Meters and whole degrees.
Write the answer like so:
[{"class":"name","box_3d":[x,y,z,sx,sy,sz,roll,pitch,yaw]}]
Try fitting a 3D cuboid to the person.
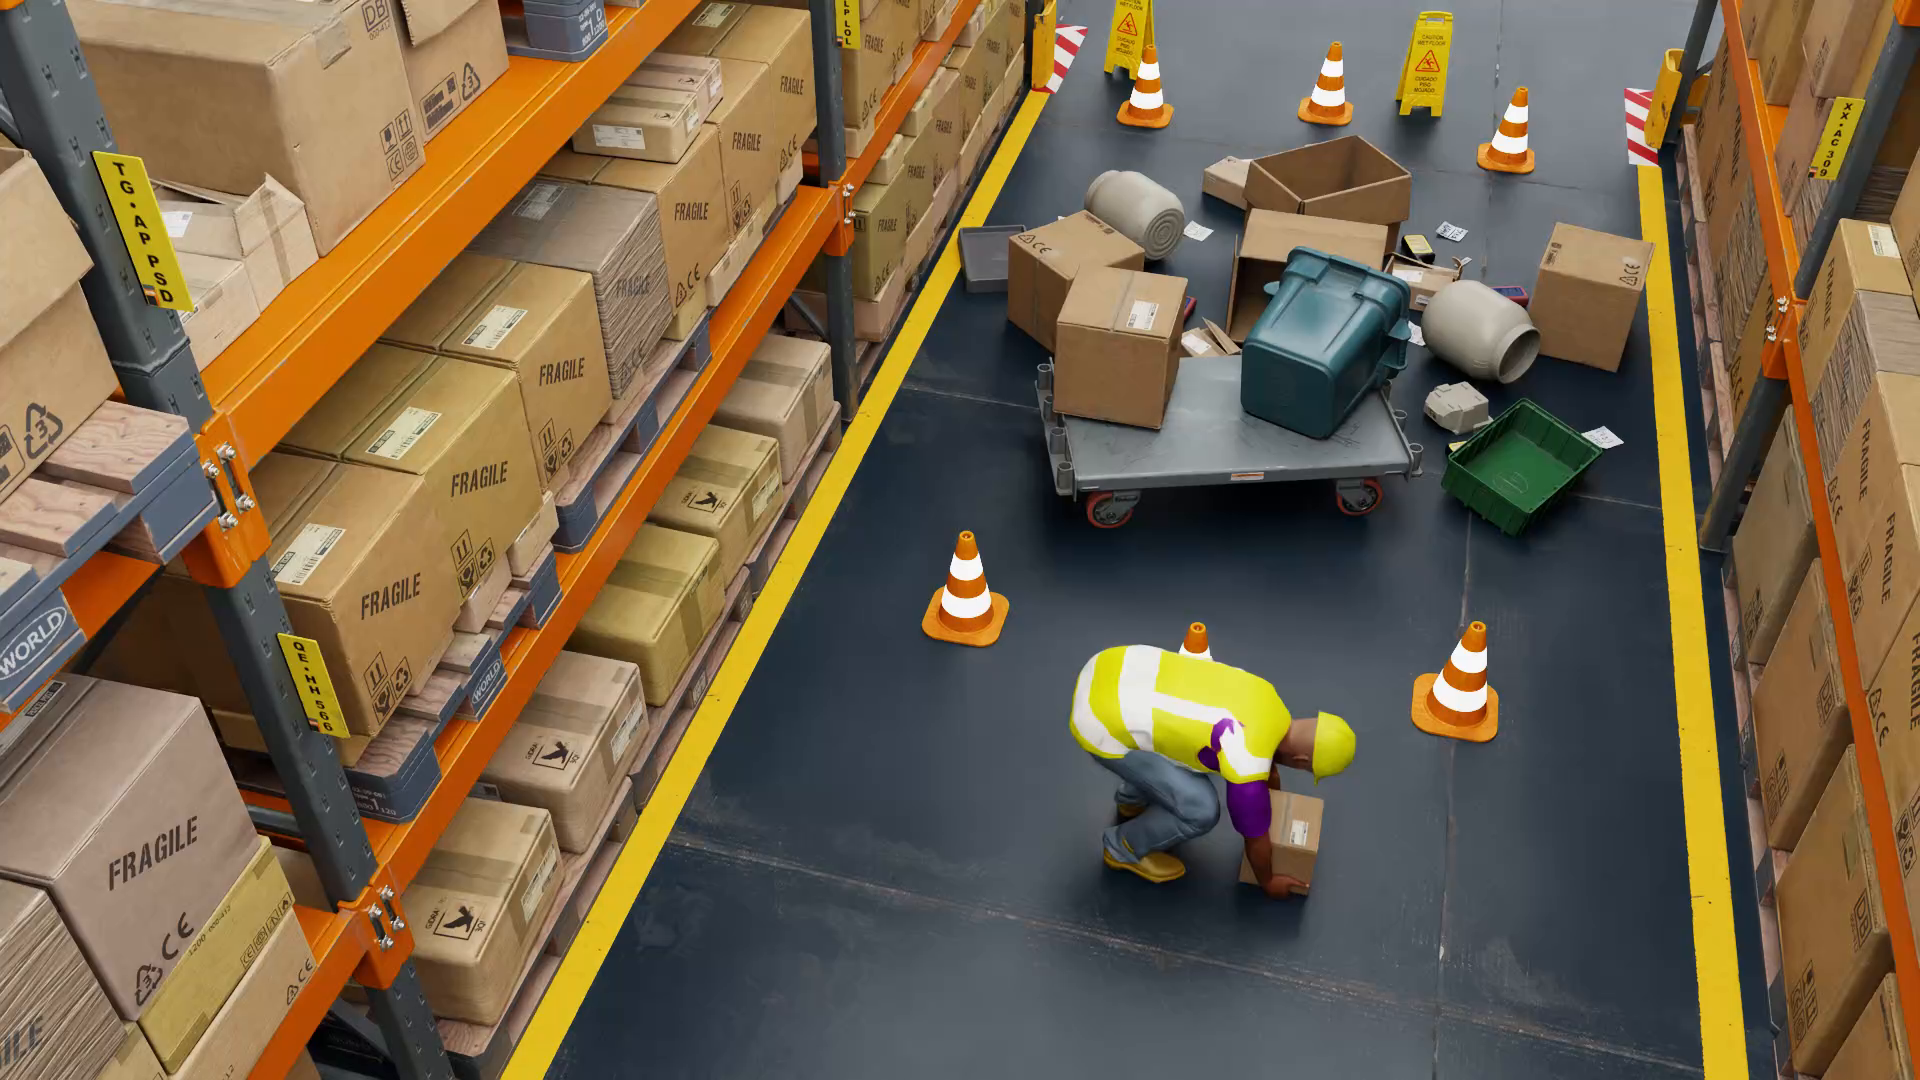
[{"class":"person","box_3d":[0.872,0.800,5.883,0.977,0.907,0.510,8,41,9]}]
